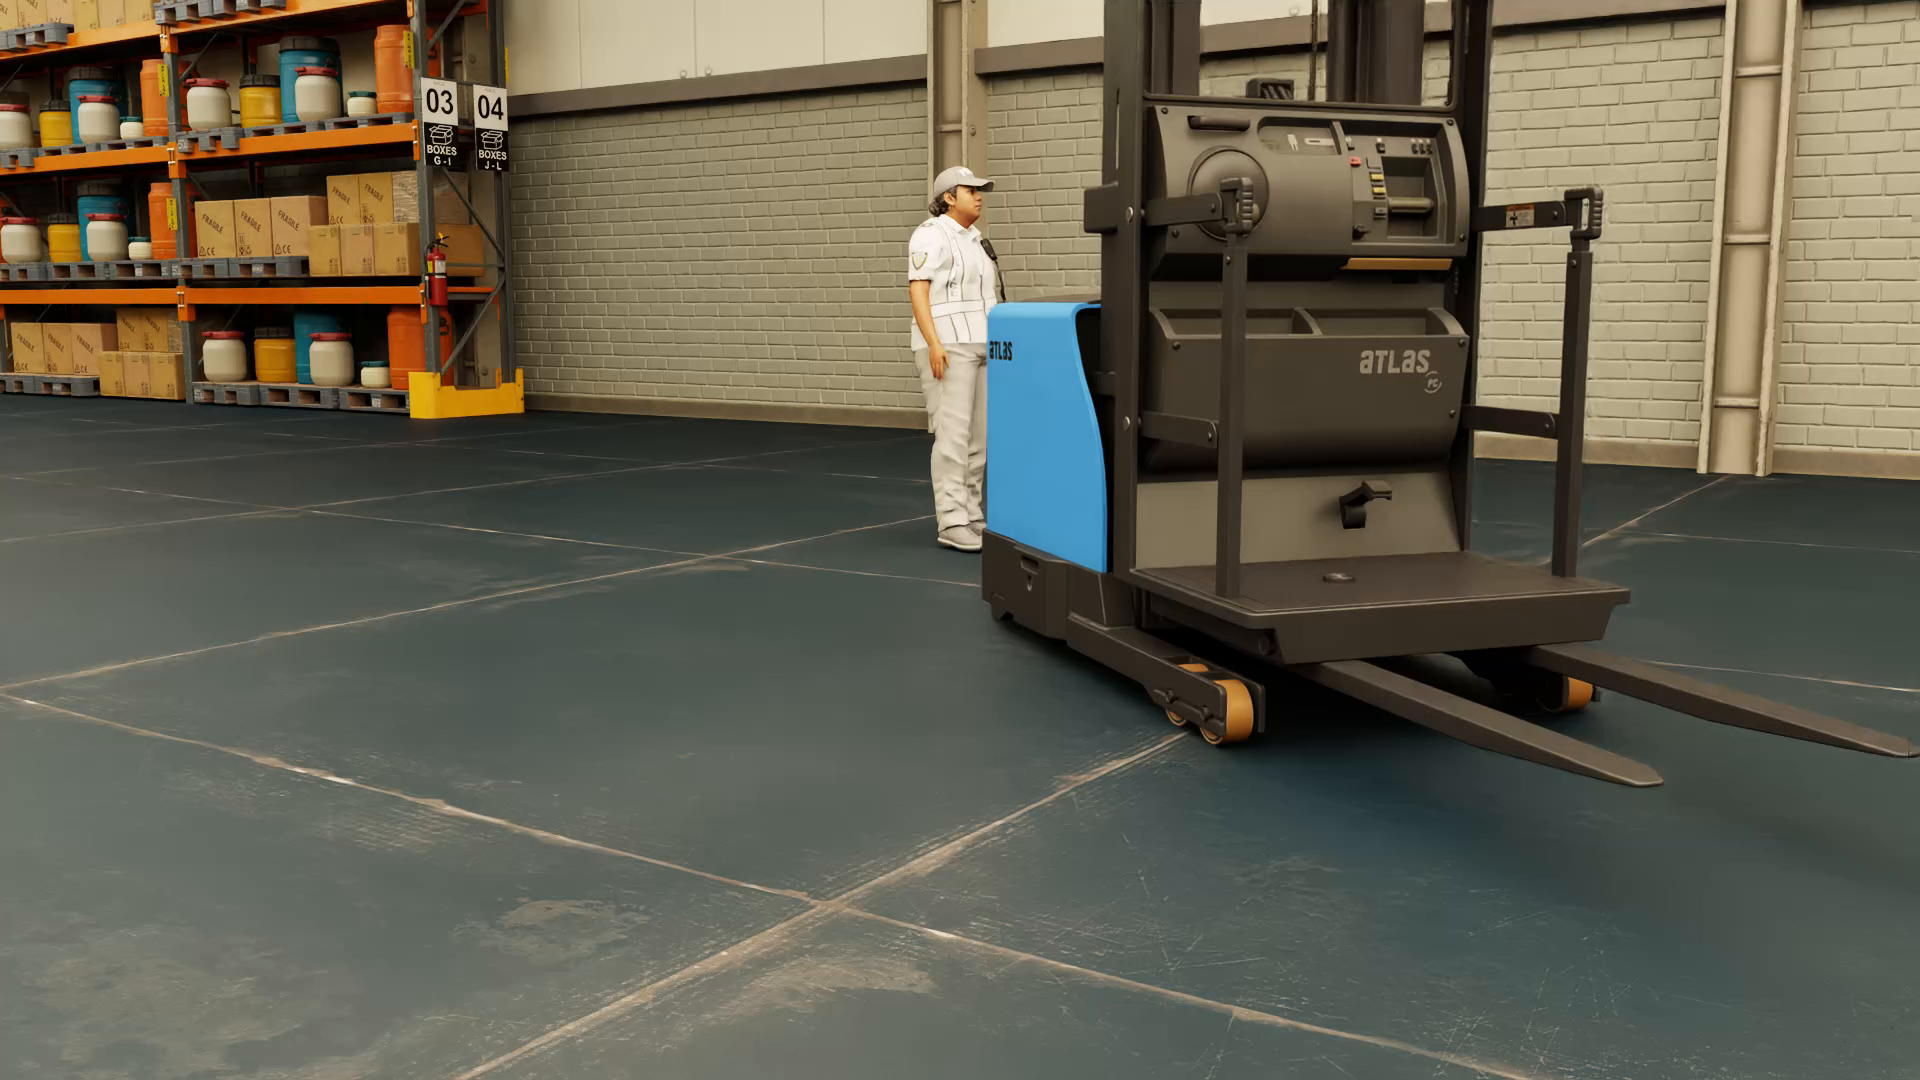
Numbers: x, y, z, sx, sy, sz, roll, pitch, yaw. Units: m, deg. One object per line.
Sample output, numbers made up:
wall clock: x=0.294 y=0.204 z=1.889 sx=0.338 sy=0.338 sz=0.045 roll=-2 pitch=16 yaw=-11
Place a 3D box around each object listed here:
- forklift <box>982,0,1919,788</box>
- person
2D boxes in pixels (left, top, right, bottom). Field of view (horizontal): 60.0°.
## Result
forklift: x=1.032 y=-1.012 z=4.306 sx=1.130 sy=2.935 sz=3.031 roll=-3 pitch=9 yaw=-19
person: x=0.051 y=-0.824 z=7.425 sx=0.529 sy=1.670 sz=0.599 roll=5 pitch=10 yaw=34
